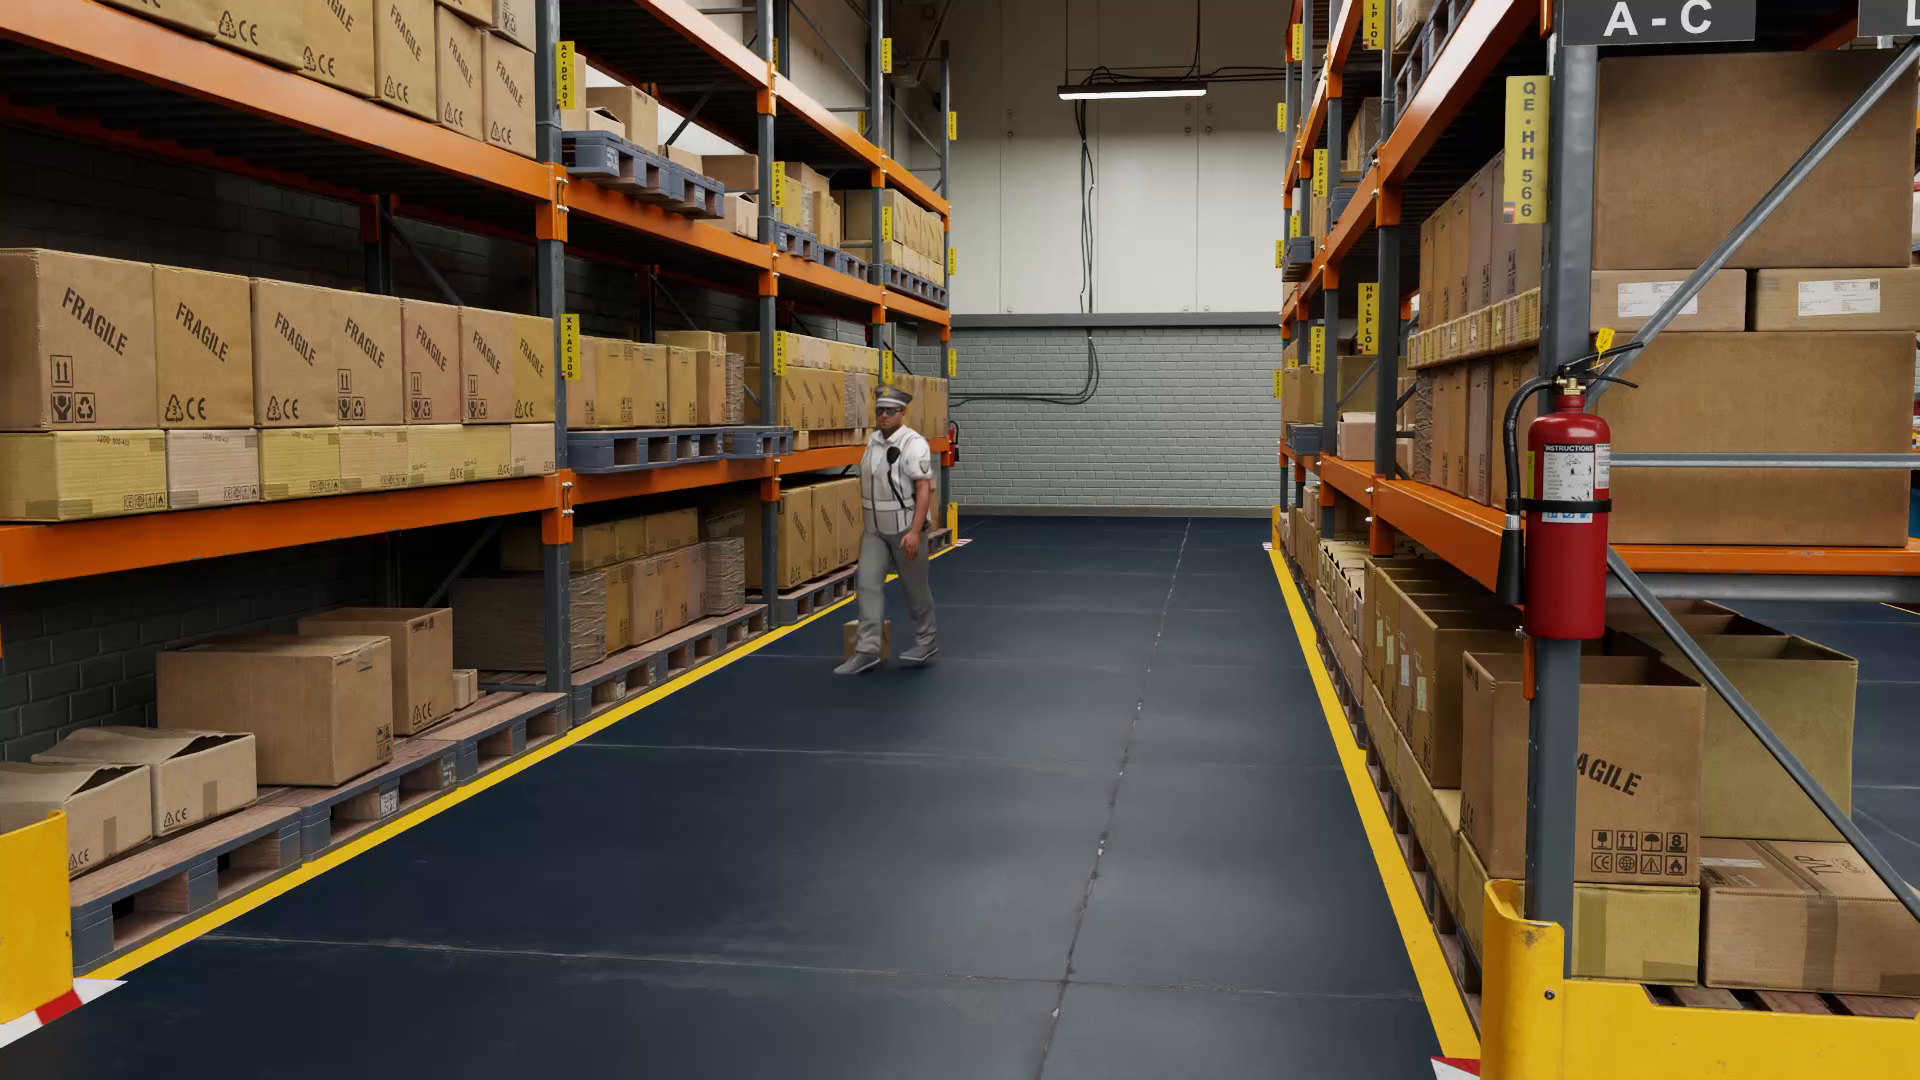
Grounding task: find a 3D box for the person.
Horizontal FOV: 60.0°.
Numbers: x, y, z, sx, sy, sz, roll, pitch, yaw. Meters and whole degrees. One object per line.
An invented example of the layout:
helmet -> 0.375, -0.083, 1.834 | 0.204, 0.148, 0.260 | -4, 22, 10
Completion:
person -> -0.373, -0.050, 10.337 | 0.567, 1.794, 0.736 | 3, 5, 35
